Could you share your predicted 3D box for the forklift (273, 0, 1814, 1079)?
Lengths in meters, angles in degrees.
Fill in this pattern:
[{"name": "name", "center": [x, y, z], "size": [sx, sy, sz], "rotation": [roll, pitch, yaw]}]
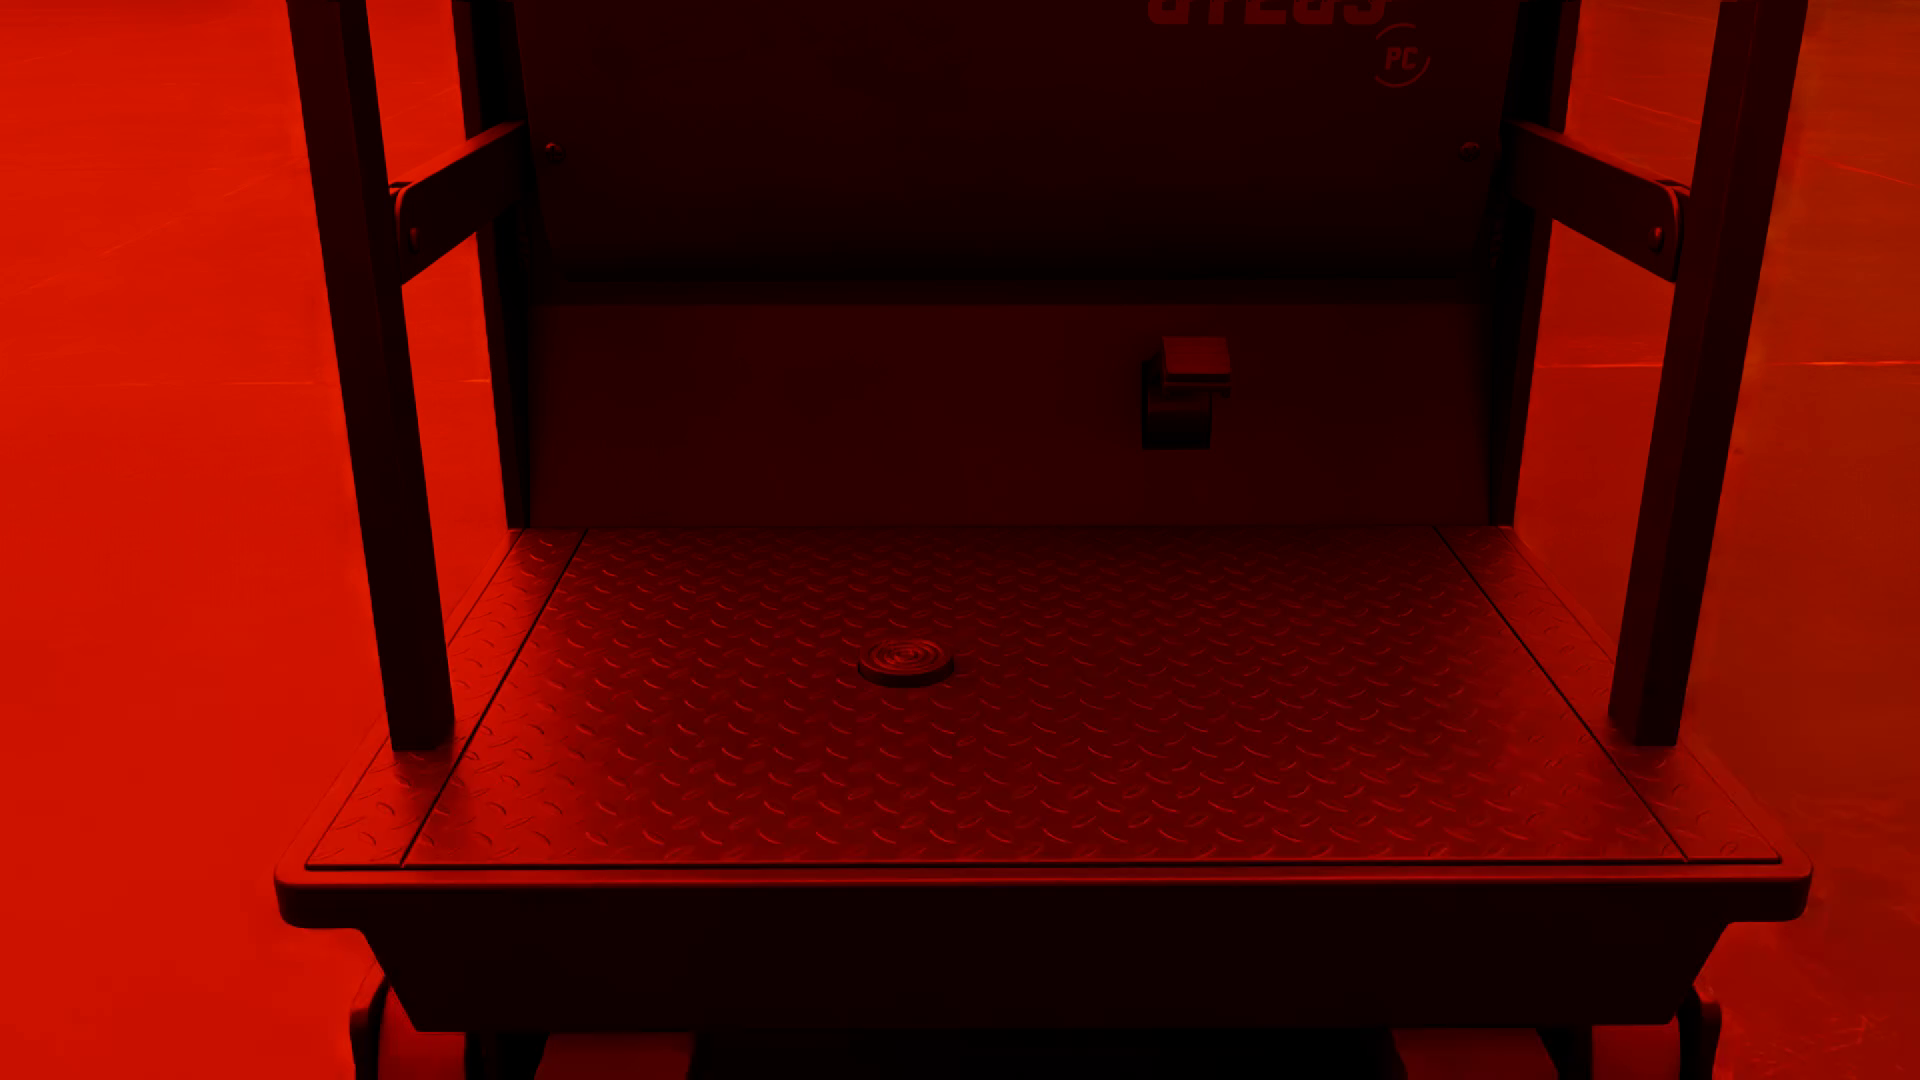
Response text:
[{"name": "forklift", "center": [0.057, -0.969, 1.193], "size": [1.130, 2.935, 3.031], "rotation": [0, 21, 0]}]
